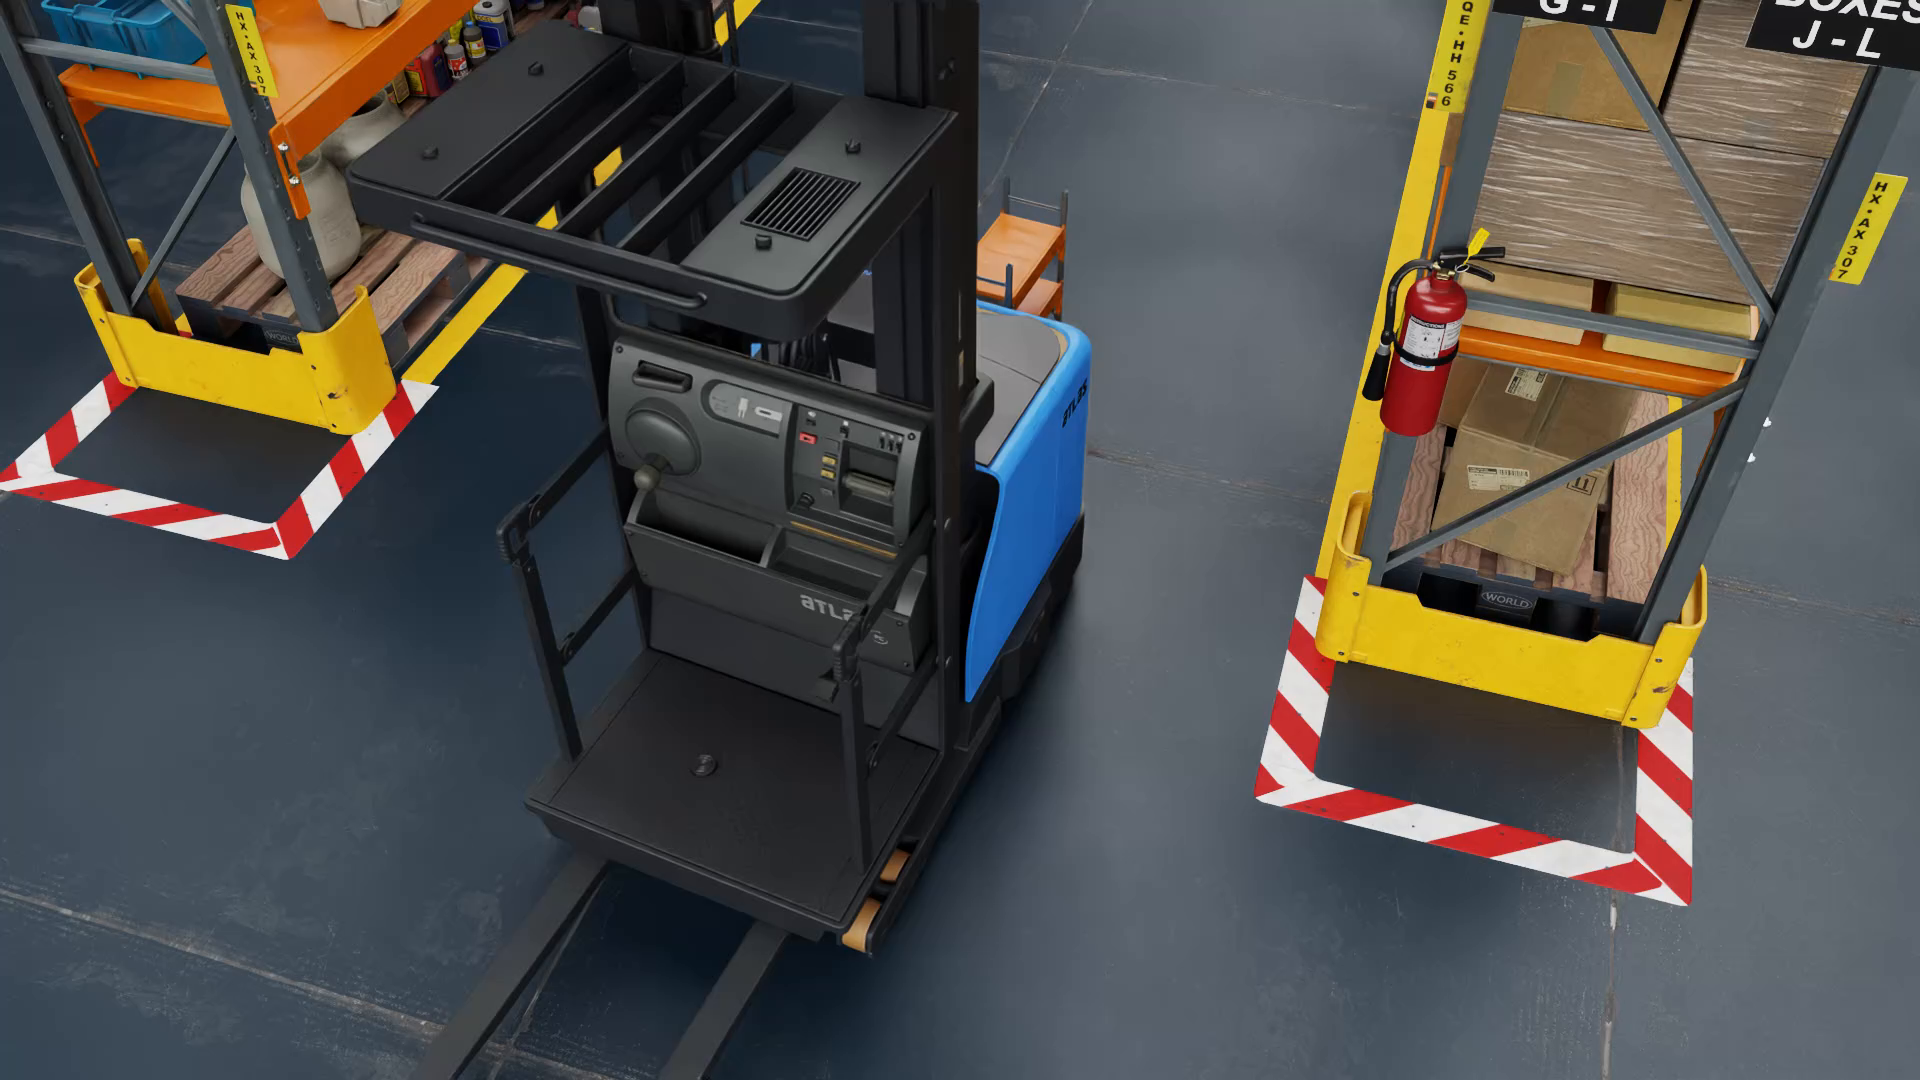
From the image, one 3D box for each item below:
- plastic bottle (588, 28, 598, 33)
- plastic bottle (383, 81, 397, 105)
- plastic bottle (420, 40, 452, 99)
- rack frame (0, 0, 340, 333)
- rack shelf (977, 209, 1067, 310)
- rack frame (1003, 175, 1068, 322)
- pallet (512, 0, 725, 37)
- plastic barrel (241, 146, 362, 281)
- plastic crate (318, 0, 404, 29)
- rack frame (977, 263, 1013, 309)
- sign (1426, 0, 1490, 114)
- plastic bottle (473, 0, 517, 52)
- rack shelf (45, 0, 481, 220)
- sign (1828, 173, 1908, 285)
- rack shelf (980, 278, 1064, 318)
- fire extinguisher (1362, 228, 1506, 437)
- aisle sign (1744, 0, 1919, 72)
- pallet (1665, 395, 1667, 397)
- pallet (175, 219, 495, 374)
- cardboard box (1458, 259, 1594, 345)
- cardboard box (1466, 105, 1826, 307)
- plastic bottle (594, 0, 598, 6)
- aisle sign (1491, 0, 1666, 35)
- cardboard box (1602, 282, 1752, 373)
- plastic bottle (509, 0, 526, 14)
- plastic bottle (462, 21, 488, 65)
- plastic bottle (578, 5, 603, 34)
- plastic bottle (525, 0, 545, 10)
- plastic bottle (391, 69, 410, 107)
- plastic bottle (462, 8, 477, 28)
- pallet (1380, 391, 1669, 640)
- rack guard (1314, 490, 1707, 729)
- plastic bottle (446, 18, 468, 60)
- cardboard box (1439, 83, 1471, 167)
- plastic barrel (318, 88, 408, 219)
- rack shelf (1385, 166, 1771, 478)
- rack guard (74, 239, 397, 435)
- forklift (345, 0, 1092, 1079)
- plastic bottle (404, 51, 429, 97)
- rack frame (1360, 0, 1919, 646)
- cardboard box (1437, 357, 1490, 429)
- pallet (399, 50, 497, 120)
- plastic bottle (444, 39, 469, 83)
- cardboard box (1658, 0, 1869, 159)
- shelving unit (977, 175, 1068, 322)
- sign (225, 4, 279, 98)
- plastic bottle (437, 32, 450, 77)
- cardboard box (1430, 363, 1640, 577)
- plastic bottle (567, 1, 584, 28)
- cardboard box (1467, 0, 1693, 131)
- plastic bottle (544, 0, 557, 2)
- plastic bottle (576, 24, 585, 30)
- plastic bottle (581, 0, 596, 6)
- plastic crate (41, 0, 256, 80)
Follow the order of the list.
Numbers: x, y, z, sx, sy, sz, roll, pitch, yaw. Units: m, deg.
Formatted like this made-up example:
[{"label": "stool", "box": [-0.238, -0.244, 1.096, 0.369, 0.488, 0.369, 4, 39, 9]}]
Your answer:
[{"label": "plastic bottle", "box": [-1.826, -2.457, 8.303, 0.097, 0.201, 0.097, 0, 44, 0]}, {"label": "plastic bottle", "box": [-2.760, -2.134, 7.972, 0.097, 0.201, 0.097, 0, 44, 0]}, {"label": "plastic bottle", "box": [-2.556, -2.303, 8.086, 0.061, 0.283, 0.133, 13, 46, 13]}, {"label": "rack frame", "box": [-2.898, -1.660, 5.801, 1.000, 3.000, 0.127, 13, 46, 13]}, {"label": "rack shelf", "box": [0.163, -0.941, 5.792, 0.258, 0.148, 0.480, 18, 47, 17]}, {"label": "rack frame", "box": [0.264, -0.816, 6.226, 0.240, 1.200, 0.015, 18, 47, 17]}, {"label": "pallet", "box": [-1.930, -2.890, 9.053, 1.003, 0.211, 1.213, 13, 46, 13]}, {"label": "plastic barrel", "box": [-2.772, -1.375, 6.989, 0.421, 0.512, 0.421, 0, 44, 0]}, {"label": "plastic crate", "box": [-2.321, -2.094, 6.433, 0.298, 0.136, 0.250, 13, 46, 13]}, {"label": "rack frame", "box": [0.062, -0.505, 5.908, 0.240, 1.200, 0.015, 18, 47, 17]}, {"label": "sign", "box": [1.299, -1.268, 4.348, 0.100, 0.325, 0.005, 13, 46, 13]}, {"label": "plastic bottle", "box": [-2.364, -2.636, 8.432, 0.152, 0.276, 0.135, 13, 46, 13]}, {"label": "rack shelf", "box": [-2.293, -2.736, 7.415, 1.077, 0.370, 4.000, 13, 46, 13]}, {"label": "sign", "box": [2.339, -0.805, 4.309, 0.100, 0.325, 0.005, 13, 46, 13]}, {"label": "rack shelf", "box": [0.163, -0.772, 5.958, 0.258, 0.148, 0.480, 18, 47, 17]}, {"label": "fire extinguisher", "box": [1.348, -0.604, 4.778, 0.296, 0.674, 0.183, 13, 46, 13]}, {"label": "aisle sign", "box": [2.089, -1.435, 3.713, 0.394, 0.787, 0.004, 13, 46, 13]}, {"label": "pallet", "box": [2.496, -1.009, 7.130, 1.003, 0.211, 1.213, 13, 46, 13]}, {"label": "pallet", "box": [-2.669, -1.264, 7.391, 1.003, 0.211, 1.213, 13, 46, 13]}, {"label": "cardboard box", "box": [1.712, -0.754, 5.056, 0.380, 0.149, 0.250, 13, 46, 13]}, {"label": "cardboard box", "box": [2.015, -1.113, 4.959, 0.875, 0.500, 0.500, 13, 46, 13]}, {"label": "plastic bottle", "box": [-1.763, -2.703, 8.447, 0.144, 0.351, 0.185, 12, 46, 12]}, {"label": "aisle sign", "box": [1.517, -1.562, 3.843, 0.394, 0.787, 0.004, 13, 46, 13]}, {"label": "cardboard box", "box": [2.136, -0.660, 4.960, 0.380, 0.149, 0.250, 13, 46, 13]}, {"label": "plastic bottle", "box": [-2.384, -2.960, 8.710, 0.144, 0.351, 0.185, 11, 45, 11]}, {"label": "plastic bottle", "box": [-2.441, -2.503, 8.350, 0.097, 0.201, 0.097, 0, 44, 0]}, {"label": "plastic bottle", "box": [-1.816, -2.569, 8.363, 0.152, 0.276, 0.135, 13, 46, 13]}, {"label": "plastic bottle", "box": [-2.256, -2.936, 8.741, 0.097, 0.271, 0.097, 0, 44, 0]}, {"label": "plastic bottle", "box": [-2.742, -2.245, 8.027, 0.061, 0.283, 0.133, 14, 46, 13]}, {"label": "plastic bottle", "box": [-2.513, -2.677, 8.420, 0.144, 0.351, 0.185, 12, 46, 12]}, {"label": "pallet", "box": [2.125, -0.199, 6.302, 1.003, 0.211, 1.213, 13, 46, 13]}, {"label": "rack guard", "box": [1.845, 0.232, 5.655, 1.175, 0.500, 0.348, 13, 46, 13]}, {"label": "plastic bottle", "box": [-2.569, -2.553, 8.294, 0.144, 0.351, 0.185, 14, 46, 14]}, {"label": "cardboard box", "box": [2.052, -1.472, 5.325, 0.875, 0.500, 0.500, 13, 46, 13]}, {"label": "plastic barrel", "box": [-2.620, -1.709, 7.331, 0.421, 0.512, 0.421, 0, 44, 0]}, {"label": "rack shelf", "box": [2.428, -1.687, 6.343, 1.077, 0.370, 4.000, 13, 46, 13]}, {"label": "rack guard", "box": [-2.920, -0.827, 6.737, 1.175, 0.500, 0.348, 13, 46, 13]}, {"label": "forklift", "box": [-0.621, -0.165, 4.323, 1.130, 2.935, 3.031, 17, 47, 17]}, {"label": "plastic bottle", "box": [-2.657, -2.323, 8.112, 0.152, 0.276, 0.135, 13, 46, 13]}, {"label": "rack frame", "box": [1.822, -0.611, 4.729, 1.000, 3.000, 0.127, 13, 46, 13]}, {"label": "cardboard box", "box": [2.176, -0.686, 6.293, 0.500, 0.500, 0.500, 24, 49, 23]}, {"label": "pallet", "box": [-2.298, -2.074, 8.219, 1.003, 0.211, 1.213, 13, 46, 13]}, {"label": "plastic bottle", "box": [-2.491, -2.374, 8.218, 0.097, 0.201, 0.097, 0, 44, 0]}, {"label": "cardboard box", "box": [2.248, -1.419, 4.556, 0.500, 0.500, 0.500, 13, 46, 13]}, {"label": "shelving unit", "box": [0.163, -0.661, 6.067, 0.258, 1.200, 0.503, 18, 47, 17]}, {"label": "sign", "box": [-2.375, -1.639, 5.582, 0.100, 0.325, 0.005, 13, 46, 13]}, {"label": "plastic bottle", "box": [-2.615, -2.415, 8.206, 0.152, 0.276, 0.135, 11, 46, 11]}, {"label": "cardboard box", "box": [2.027, -0.280, 5.878, 0.500, 0.500, 0.500, 21, 48, 20]}, {"label": "plastic bottle", "box": [-1.918, -2.593, 8.383, 0.061, 0.283, 0.133, 13, 46, 13]}, {"label": "cardboard box", "box": [1.753, -1.529, 4.669, 0.500, 0.500, 0.500, 13, 46, 13]}, {"label": "plastic bottle", "box": [-2.189, -3.056, 8.807, 0.144, 0.351, 0.185, 13, 46, 13]}, {"label": "plastic bottle", "box": [-1.857, -2.414, 8.209, 0.097, 0.271, 0.097, 0, 44, 0]}, {"label": "plastic bottle", "box": [-1.869, -2.683, 8.475, 0.061, 0.283, 0.133, 13, 46, 13]}, {"label": "plastic crate", "box": [-3.032, -2.003, 6.259, 0.499, 0.251, 0.616, 13, 46, 13]}]
